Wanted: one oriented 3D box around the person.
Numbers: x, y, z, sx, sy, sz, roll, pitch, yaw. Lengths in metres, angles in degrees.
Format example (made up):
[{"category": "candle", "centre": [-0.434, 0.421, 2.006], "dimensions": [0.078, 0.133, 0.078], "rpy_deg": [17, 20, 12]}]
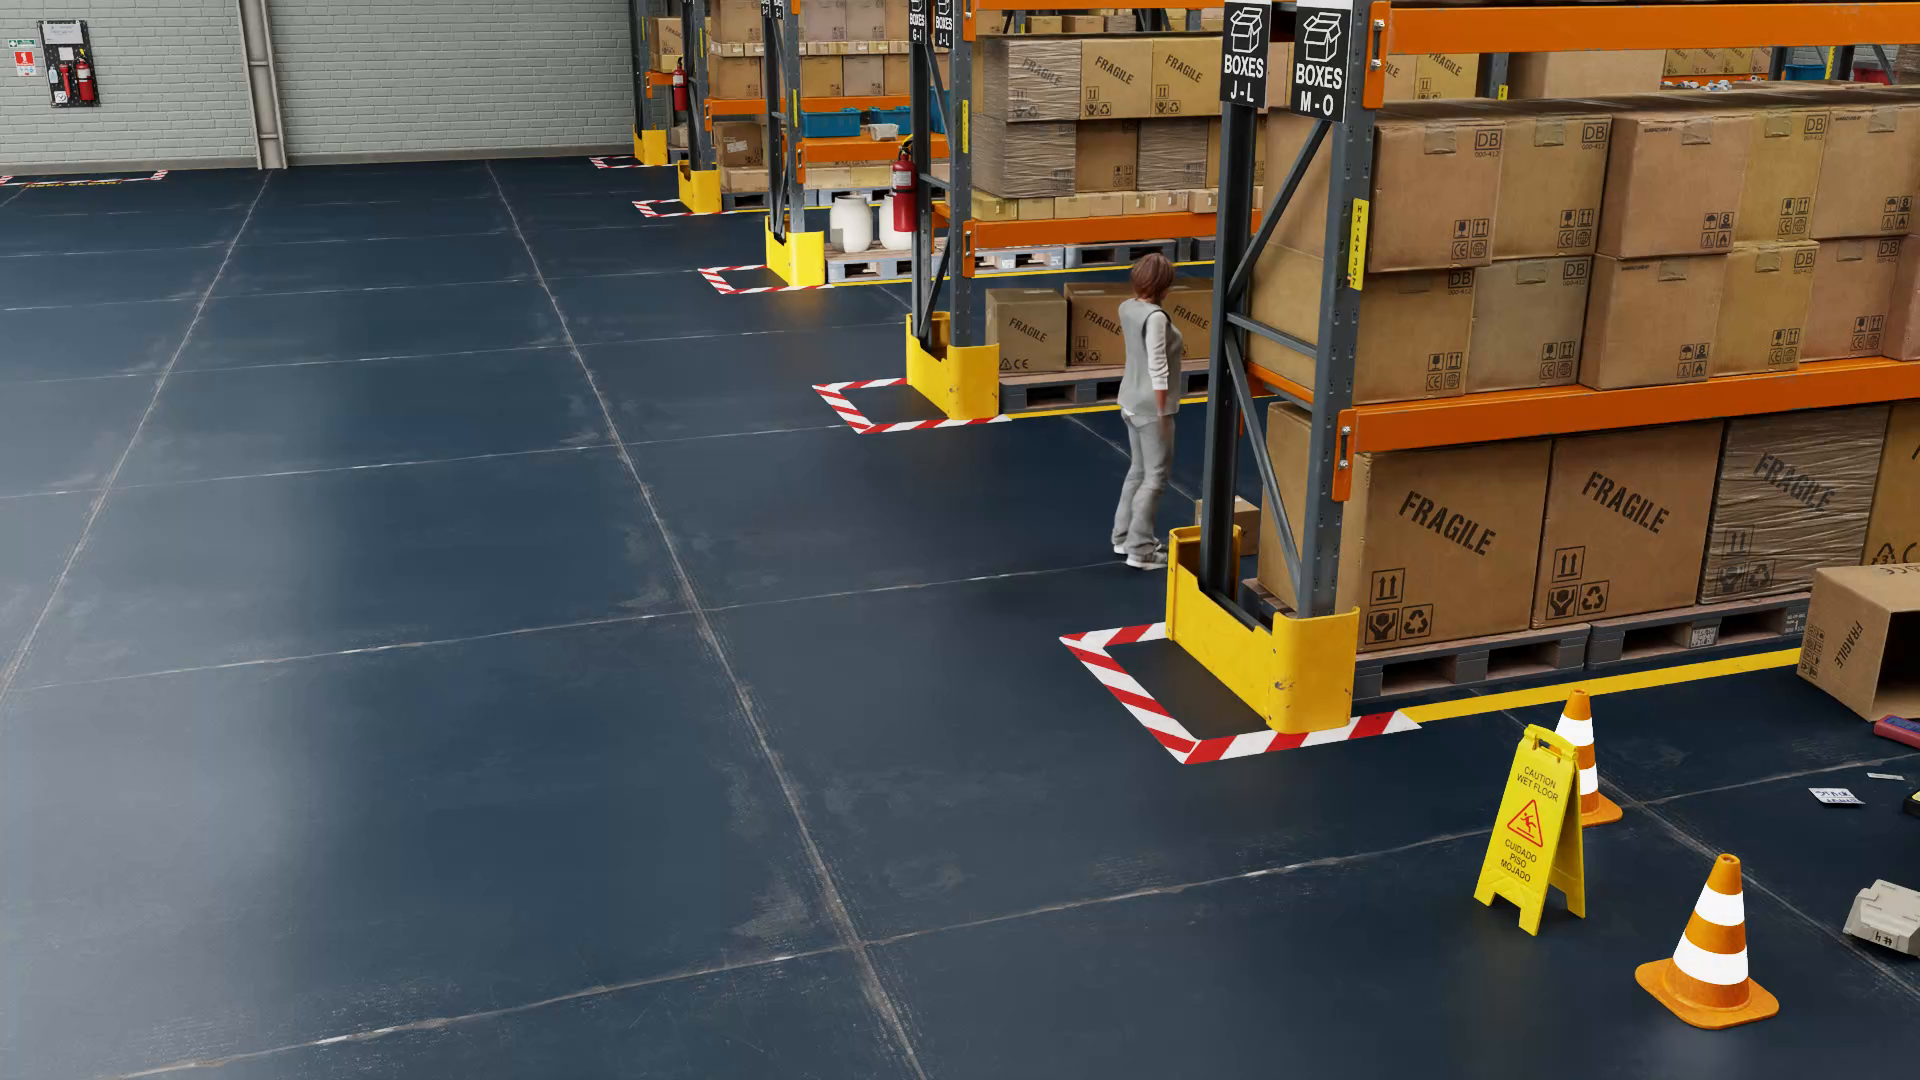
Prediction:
[{"category": "person", "centre": [0.950, -0.656, 8.452], "dimensions": [0.303, 1.598, 0.407], "rpy_deg": [-6, 20, -16]}]
